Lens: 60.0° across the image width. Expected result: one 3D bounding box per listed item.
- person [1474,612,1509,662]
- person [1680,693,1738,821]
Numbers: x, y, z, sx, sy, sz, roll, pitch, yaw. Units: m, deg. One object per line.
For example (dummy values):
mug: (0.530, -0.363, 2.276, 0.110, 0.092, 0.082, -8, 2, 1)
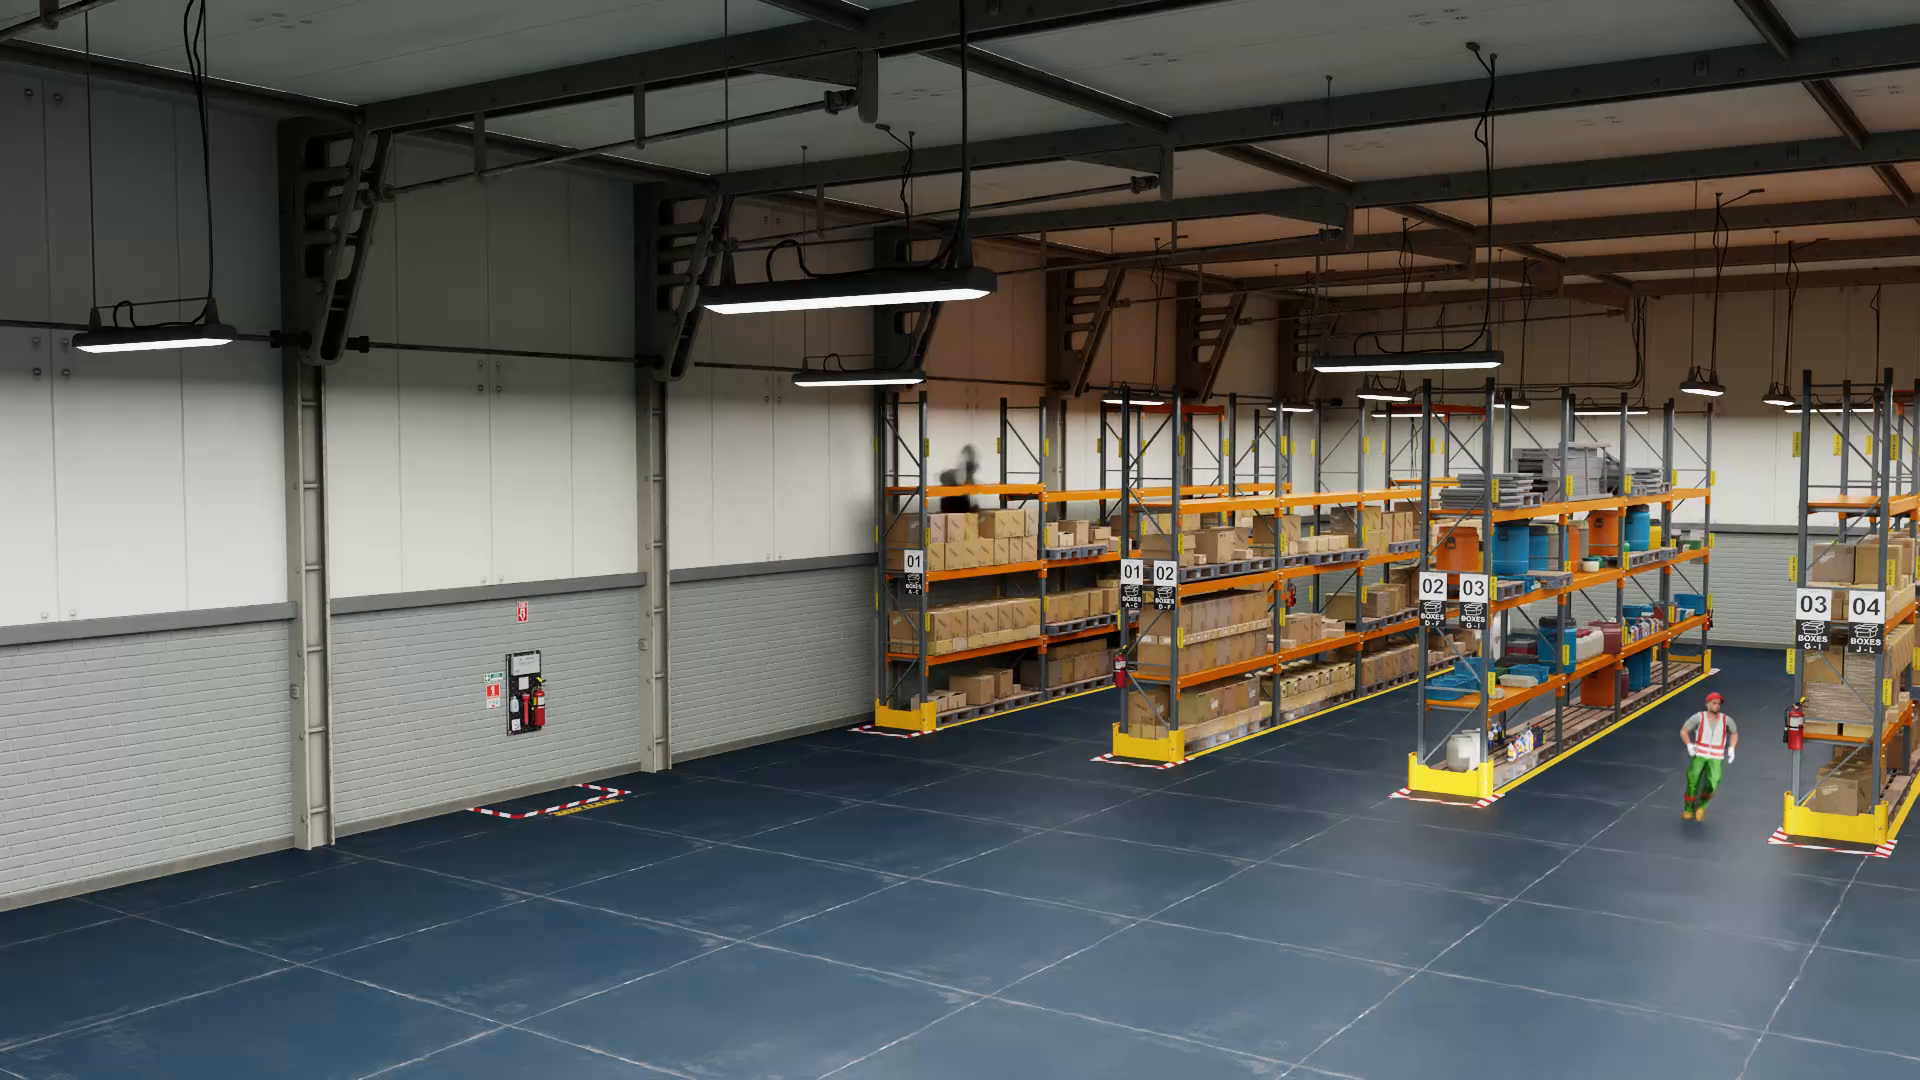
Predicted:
person: (10.976, 2.224, 34.400, 0.715, 1.735, 0.826, 1, 4, 25)
person: (9.984, 2.894, 22.170, 0.719, 1.727, 0.608, 1, 3, 21)
